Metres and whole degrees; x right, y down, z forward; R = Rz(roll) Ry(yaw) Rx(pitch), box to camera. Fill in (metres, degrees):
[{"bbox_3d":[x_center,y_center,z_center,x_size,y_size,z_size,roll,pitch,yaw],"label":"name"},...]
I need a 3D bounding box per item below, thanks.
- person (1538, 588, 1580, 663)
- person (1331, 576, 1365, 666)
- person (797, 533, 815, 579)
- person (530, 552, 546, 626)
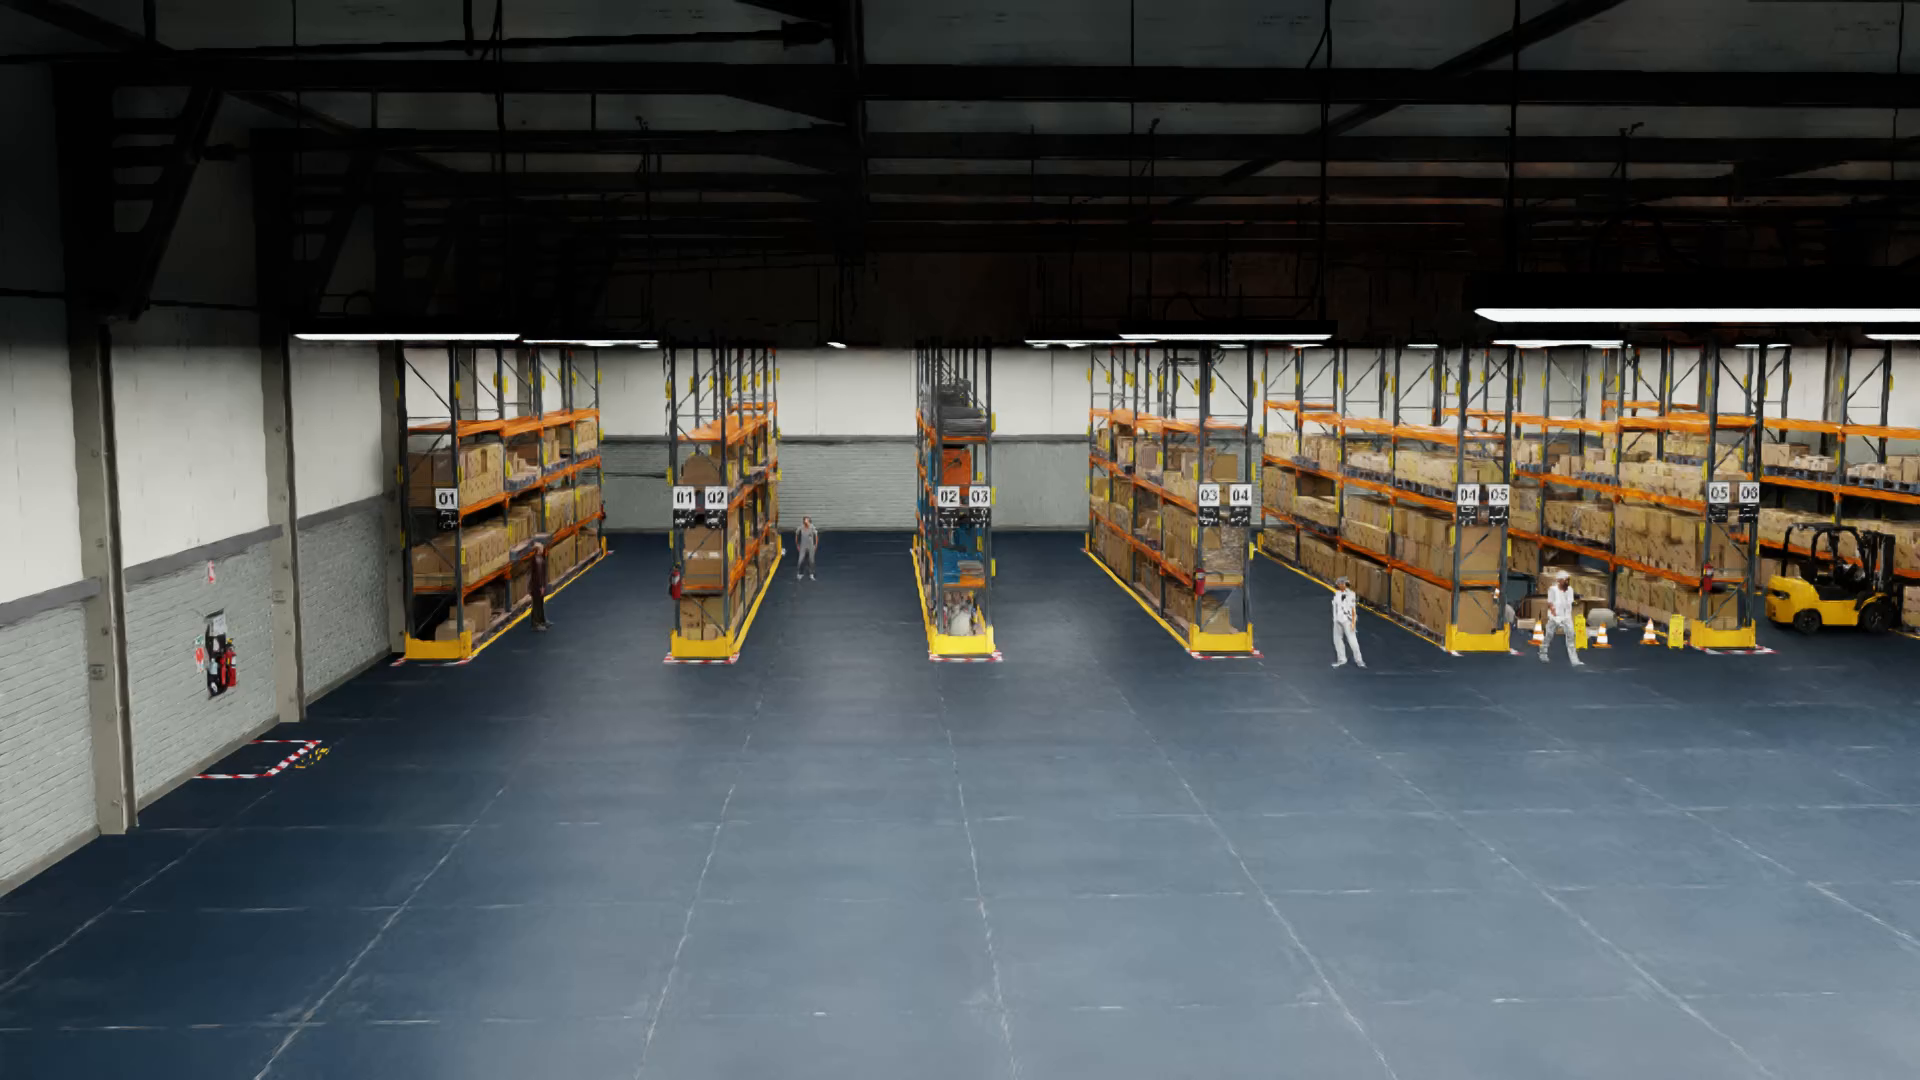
[{"bbox_3d":[10.941,1.524,30.422,0.550,1.398,0.850,-1,7,-11],"label":"person"},{"bbox_3d":[7.071,1.477,30.286,0.541,1.652,0.572,-4,7,-30],"label":"person"},{"bbox_3d":[-3.889,0.393,41.907,0.453,1.174,0.465,-1,7,-5],"label":"person"},{"bbox_3d":[-8.682,0.994,34.200,0.377,1.510,0.652,-3,7,-23],"label":"person"}]
